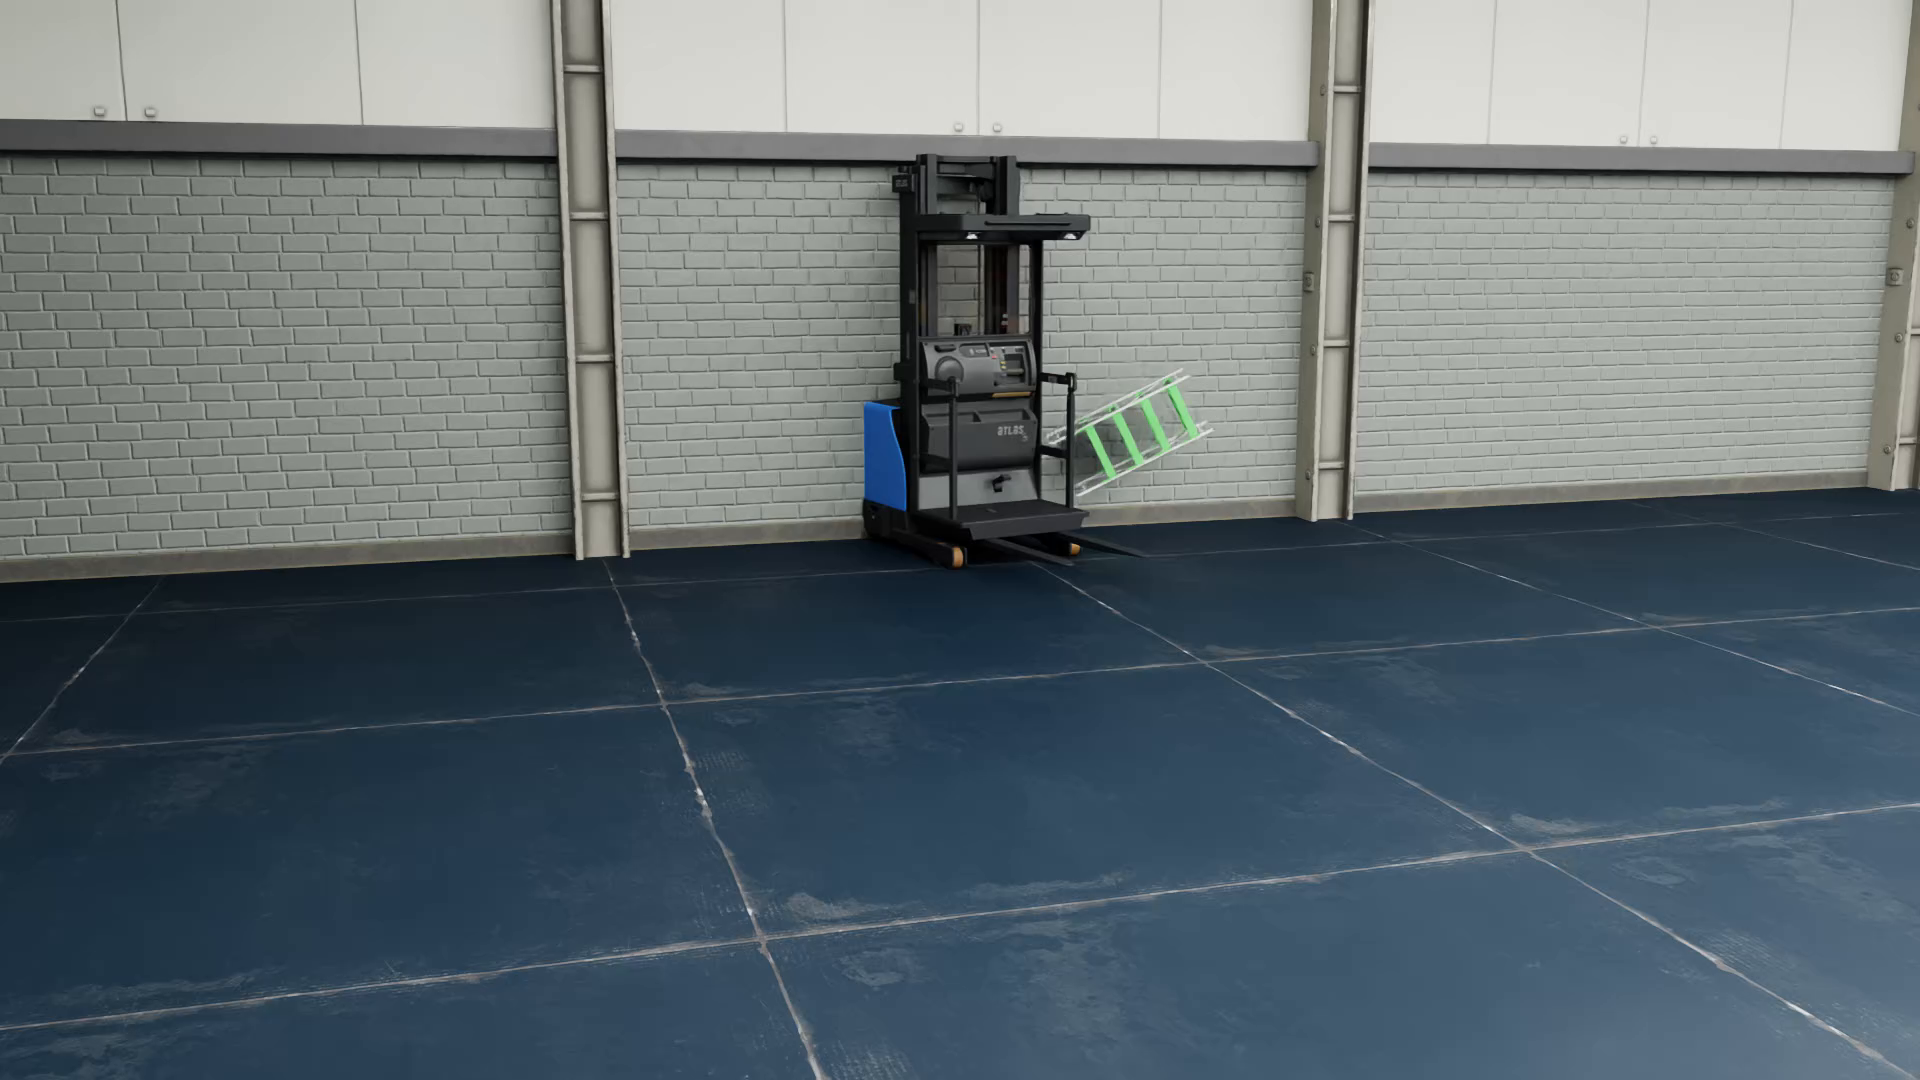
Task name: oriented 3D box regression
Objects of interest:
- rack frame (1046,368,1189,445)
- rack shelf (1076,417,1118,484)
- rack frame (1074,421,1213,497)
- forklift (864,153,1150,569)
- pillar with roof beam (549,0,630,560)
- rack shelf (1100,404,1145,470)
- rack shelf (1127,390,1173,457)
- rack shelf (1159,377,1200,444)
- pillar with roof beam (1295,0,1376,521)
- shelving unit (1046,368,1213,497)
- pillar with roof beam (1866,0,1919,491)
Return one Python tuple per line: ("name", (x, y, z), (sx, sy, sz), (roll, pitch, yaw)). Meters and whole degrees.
("rack frame", (1.240, -1.055, 13.141), (1.200, 0.015, 0.240), (-26, 20, 5))
("rack shelf", (1.076, -0.719, 13.249), (0.148, 0.480, 0.258), (-26, 20, 5))
("rack frame", (1.455, -0.650, 13.308), (1.200, 0.015, 0.240), (-26, 20, 5))
("forklift", (0.253, -1.326, 12.152), (1.130, 2.935, 3.031), (-6, 12, -29))
("pillar with roof beam", (-1.479, -3.566, 7.561), (0.400, 9.000, 9.100), (-3, 11, -16))
("rack shelf", (1.290, -0.824, 13.230), (0.148, 0.480, 0.258), (-26, 20, 5))
("rack shelf", (1.505, -0.930, 13.210), (0.148, 0.480, 0.258), (-26, 20, 5))
("rack shelf", (1.720, -1.035, 13.190), (0.148, 0.480, 0.258), (-26, 20, 5))
("pillar with roof beam", (4.282, -3.869, 9.210), (0.400, 9.000, 9.100), (-3, 11, -16))
("shelving unit", (1.348, -0.852, 13.224), (1.200, 0.503, 0.258), (-26, 20, 5))
("pillar with roof beam", (10.043, -4.173, 10.860), (0.400, 9.000, 9.100), (-3, 11, -16))
